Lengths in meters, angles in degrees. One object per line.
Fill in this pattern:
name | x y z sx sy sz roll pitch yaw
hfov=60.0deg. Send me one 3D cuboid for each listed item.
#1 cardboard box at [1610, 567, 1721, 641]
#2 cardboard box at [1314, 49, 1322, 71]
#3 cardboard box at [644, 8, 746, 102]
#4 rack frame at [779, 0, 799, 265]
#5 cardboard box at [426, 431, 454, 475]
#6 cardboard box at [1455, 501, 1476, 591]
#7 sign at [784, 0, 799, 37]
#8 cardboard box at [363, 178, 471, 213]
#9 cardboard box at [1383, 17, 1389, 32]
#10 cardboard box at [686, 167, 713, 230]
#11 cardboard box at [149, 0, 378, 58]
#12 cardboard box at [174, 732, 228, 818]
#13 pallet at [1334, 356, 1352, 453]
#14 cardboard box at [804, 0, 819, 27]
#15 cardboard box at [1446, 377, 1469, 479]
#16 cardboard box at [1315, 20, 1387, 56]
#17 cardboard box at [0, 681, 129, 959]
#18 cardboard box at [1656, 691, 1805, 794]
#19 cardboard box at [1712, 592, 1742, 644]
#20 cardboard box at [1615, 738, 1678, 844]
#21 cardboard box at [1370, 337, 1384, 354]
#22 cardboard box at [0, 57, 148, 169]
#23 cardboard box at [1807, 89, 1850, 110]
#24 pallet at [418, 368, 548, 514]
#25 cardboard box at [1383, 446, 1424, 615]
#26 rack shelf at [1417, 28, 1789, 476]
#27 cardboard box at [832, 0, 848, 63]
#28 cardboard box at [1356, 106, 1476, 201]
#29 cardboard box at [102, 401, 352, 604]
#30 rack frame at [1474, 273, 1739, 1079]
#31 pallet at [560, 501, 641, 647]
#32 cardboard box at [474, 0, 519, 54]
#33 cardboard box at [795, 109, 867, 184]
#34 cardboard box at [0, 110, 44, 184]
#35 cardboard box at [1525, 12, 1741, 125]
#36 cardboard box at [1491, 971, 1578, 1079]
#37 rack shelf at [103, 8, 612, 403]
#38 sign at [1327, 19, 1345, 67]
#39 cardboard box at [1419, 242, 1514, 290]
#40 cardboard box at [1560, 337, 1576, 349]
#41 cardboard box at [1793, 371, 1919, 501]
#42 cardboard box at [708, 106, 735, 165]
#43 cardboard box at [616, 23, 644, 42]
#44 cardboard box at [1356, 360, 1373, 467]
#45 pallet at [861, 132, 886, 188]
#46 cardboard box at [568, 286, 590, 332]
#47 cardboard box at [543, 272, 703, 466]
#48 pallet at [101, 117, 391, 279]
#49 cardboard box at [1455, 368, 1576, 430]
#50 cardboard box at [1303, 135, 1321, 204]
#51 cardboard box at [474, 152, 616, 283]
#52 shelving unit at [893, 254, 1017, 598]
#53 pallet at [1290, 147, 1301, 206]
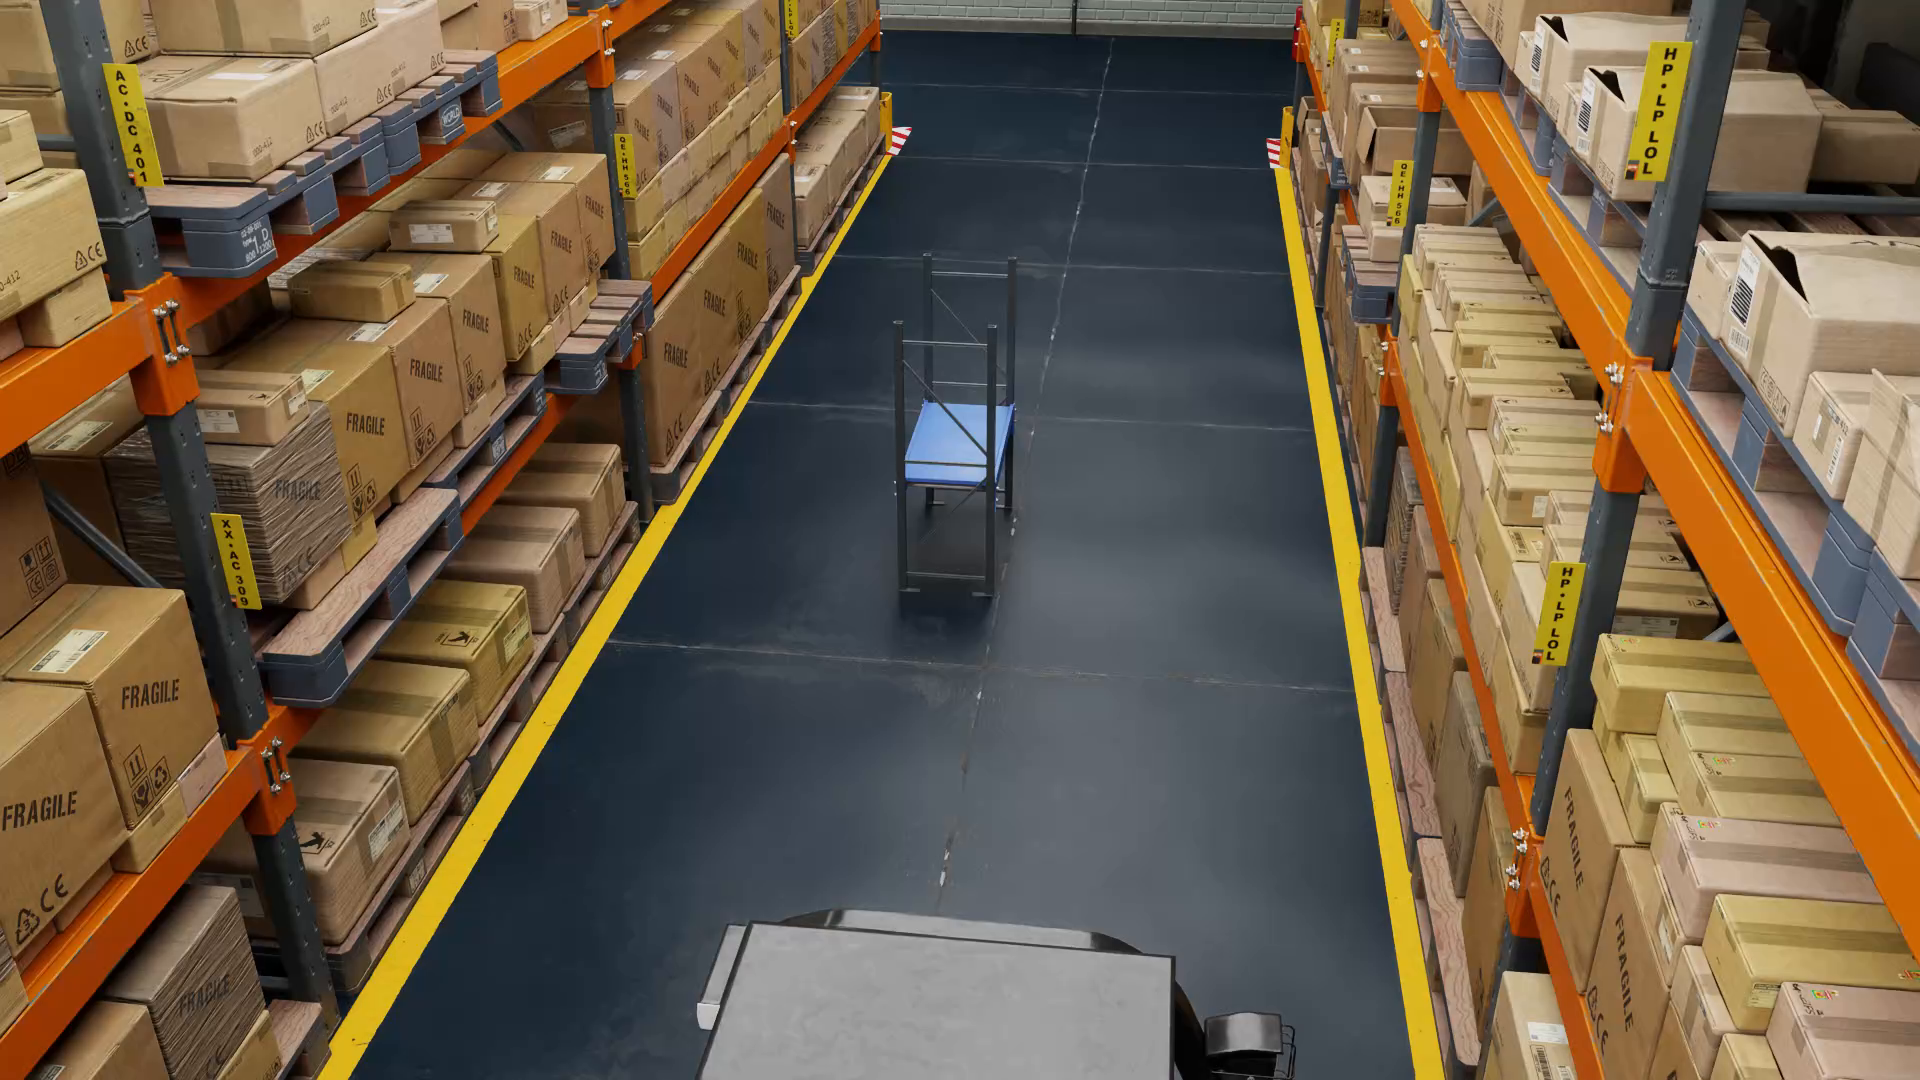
cardboard box | 2.009 0.204 4.920 0.380 0.149 0.250 4 29 8
cardboard box | 3.126 -3.964 13.710 0.380 0.149 0.250 4 29 7
cardboard box | -1.703 -3.123 10.725 0.500 0.500 0.500 4 29 8
rack frame | -1.759 -3.346 12.297 1.000 3.000 0.127 3 28 6
cardboard box | -2.255 -0.386 6.626 0.380 0.149 0.250 4 29 7
cardboard box | 2.137 0.052 6.150 0.500 0.250 0.500 4 29 7
sign | -1.220 -3.794 11.992 0.100 0.325 0.005 3 28 6
cardboard box | -2.591 -1.379 7.784 0.500 0.500 0.500 5 29 9
cardboard box | 3.670 -4.053 13.455 0.500 0.250 0.500 3 28 6
cardboard box | -1.824 -2.102 10.147 0.500 0.250 0.500 4 29 8
cardboard box | -2.219 -1.726 5.317 0.500 0.250 0.500 3 28 5
cardboard box | -2.476 0.700 5.053 0.380 0.149 0.250 3 28 6
pallet | 2.958 -0.870 10.643 1.003 0.211 1.213 3 28 6
cardboard box | -1.393 -4.277 12.867 0.500 0.500 0.500 3 28 6
cardboard box | 2.198 -0.413 6.484 0.500 0.250 0.500 4 29 7
cardboard box | 3.173 -4.091 13.525 0.500 0.250 0.500 3 28 5
cardboard box | -2.604 0.711 4.348 0.500 0.500 0.500 4 29 8
cardboard box | 1.929 0.509 4.041 0.380 0.149 0.250 4 29 7
cardboard box | 2.443 0.224 4.882 0.380 0.149 0.250 3 28 5
cardboard box | 1.857 0.634 4.121 0.380 0.149 0.250 4 29 7
cardboard box | 2.565 -1.045 9.536 0.380 0.149 0.250 2 28 5
cardboard box | -2.812 -1.303 5.058 0.500 0.250 0.500 3 28 5
cardboard box | 2.398 -1.245 4.953 0.380 0.149 0.250 3 28 6
pallet | -2.451 -0.444 7.114 1.003 0.211 1.213 3 28 6
cardboard box | 2.587 -0.023 8.190 0.875 0.625 0.625 4 29 8
rack shelf | 2.432 -1.238 5.982 1.077 0.370 4.000 3 28 6
cardboard box | -1.246 -4.308 13.979 0.500 0.500 0.500 4 29 8
cardboard box | 2.694 -2.185 9.592 0.797 0.503 0.637 3 28 5
cardboard box | -2.398 -0.144 5.492 0.500 0.500 0.500 4 29 7
rack frame | 2.187 0.707 4.775 1.000 3.000 0.127 3 28 6
pallet | -2.347 0.133 8.781 1.003 0.211 1.213 3 28 6
cardboard box | -2.376 -2.382 7.240 0.700 0.500 0.500 3 28 6
cardboard box | -1.355 -3.538 14.912 0.875 0.438 0.875 4 29 8
cardboard box | -2.562 -0.979 4.166 0.380 0.149 0.250 4 29 7
cardboard box | 2.128 -1.520 5.291 0.500 0.311 0.500 2 28 4
cardboard box | 1.816 1.502 4.702 0.500 0.250 0.500 3 28 5
rack shelf | -2.495 -1.525 6.514 1.077 0.370 4.000 3 28 6
sign | 2.628 -3.468 11.612 0.100 0.325 0.005 3 28 6
cardboard box | 2.314 -1.247 7.613 0.380 0.149 0.250 4 29 7
cardboard box | 2.773 -0.626 6.881 0.500 0.250 0.500 3 28 6
cardboard box | 1.737 -0.177 2.969 0.380 0.149 0.250 4 29 8
cardboard box | -1.729 -2.556 10.463 0.500 0.250 0.500 4 29 7
cardboard box | -2.254 -2.919 10.345 0.500 0.500 0.500 3 28 5
cardboard box | 2.587 -0.707 9.592 0.500 0.500 0.500 3 28 5
pallet | -1.290 -3.620 15.747 1.003 0.211 1.213 3 28 6
cardboard box | -2.004 -1.117 7.984 0.380 0.149 0.250 3 28 6
cardboard box | -2.082 -1.033 9.801 0.875 0.875 0.875 3 28 6
pallet | -2.558 -1.102 5.169 1.213 0.211 1.003 3 28 6
cardboard box | 2.091 -0.529 6.280 0.380 0.149 0.250 3 28 5
cardboard box | 3.181 -3.101 14.035 0.500 0.500 0.500 4 29 7
cardboard box | -2.029 -1.592 8.181 0.500 0.500 0.500 3 28 5
shelving unit | -0.010 -0.620 8.820 0.538 1.500 1.048 3 28 6
pallet | 3.551 -3.303 15.159 1.003 0.211 1.213 3 28 6
